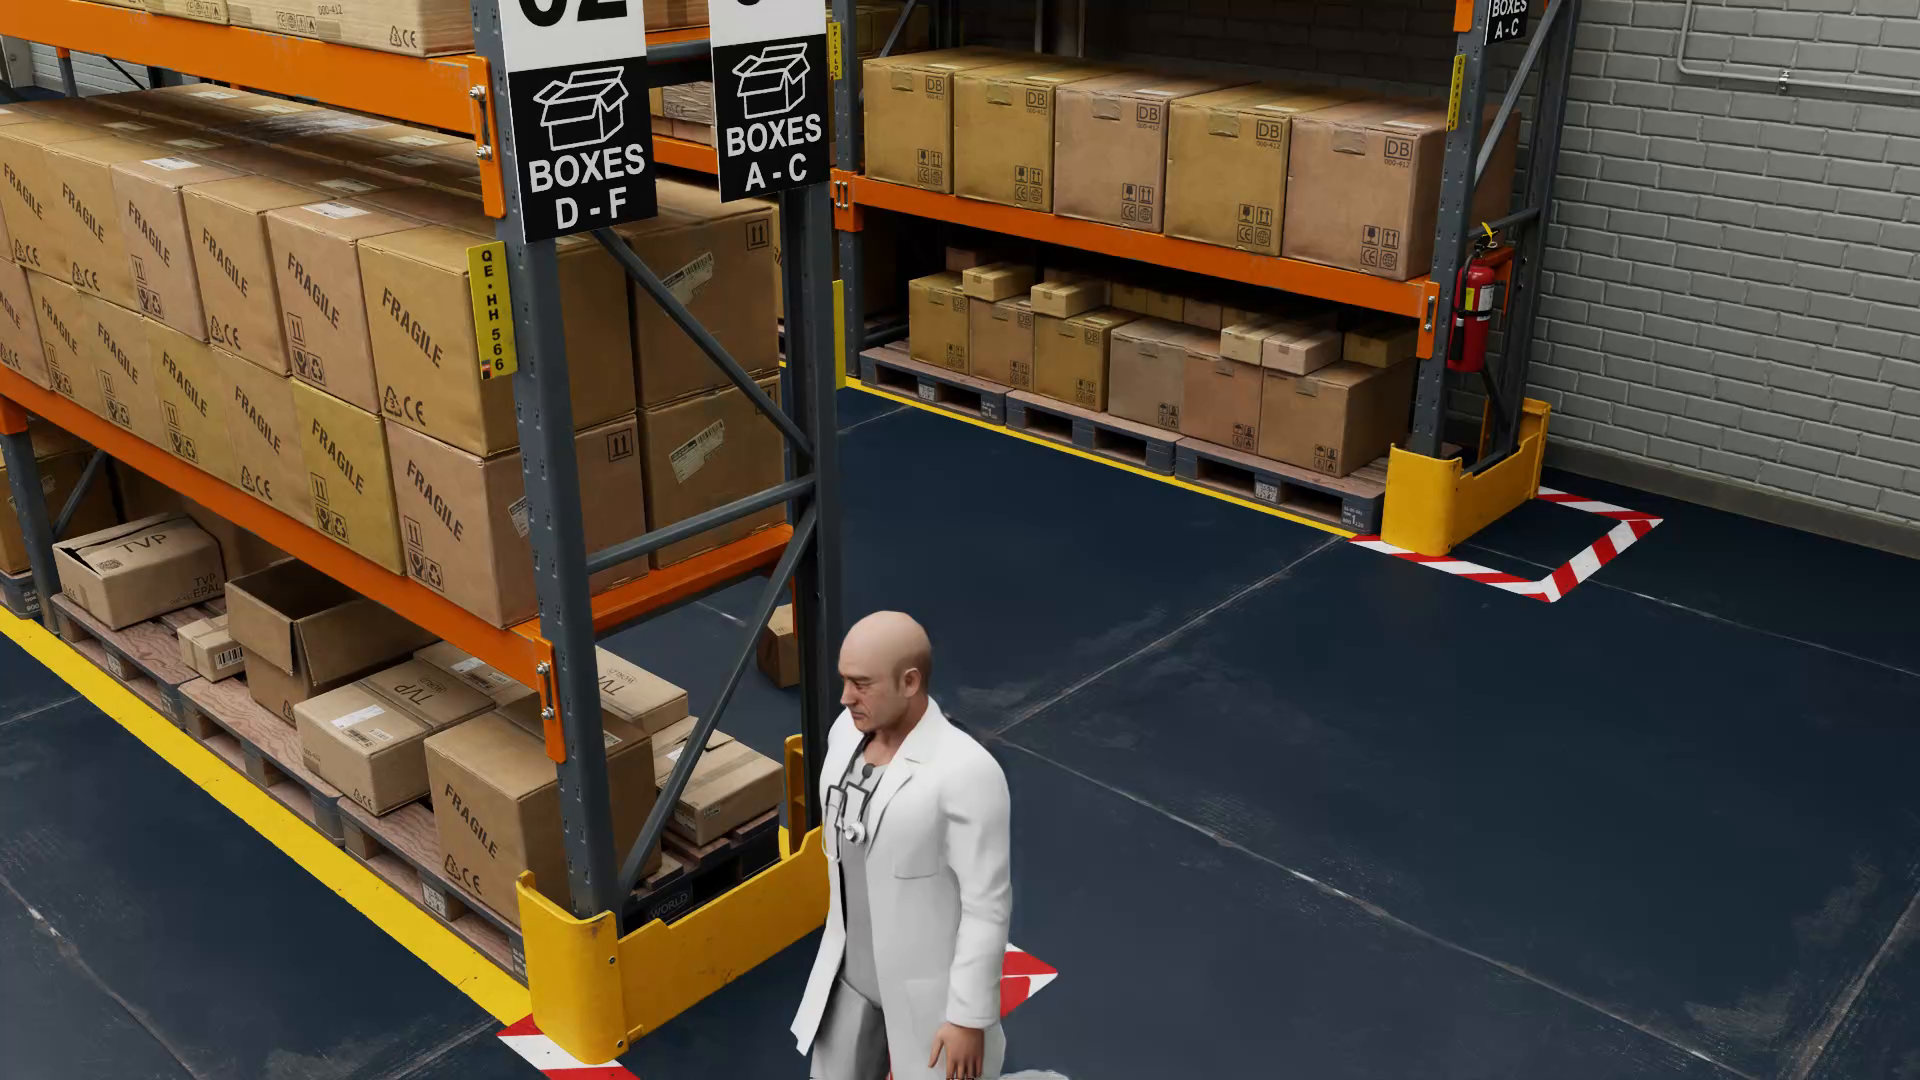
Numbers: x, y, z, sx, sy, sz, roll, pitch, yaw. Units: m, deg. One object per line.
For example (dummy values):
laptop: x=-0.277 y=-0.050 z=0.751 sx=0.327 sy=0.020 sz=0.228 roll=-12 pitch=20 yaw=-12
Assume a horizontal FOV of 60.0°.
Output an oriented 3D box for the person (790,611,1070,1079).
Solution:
person: x=-0.084 y=0.974 z=3.876 sx=0.628 sy=1.749 sz=0.941 roll=22 pitch=32 yaw=40
